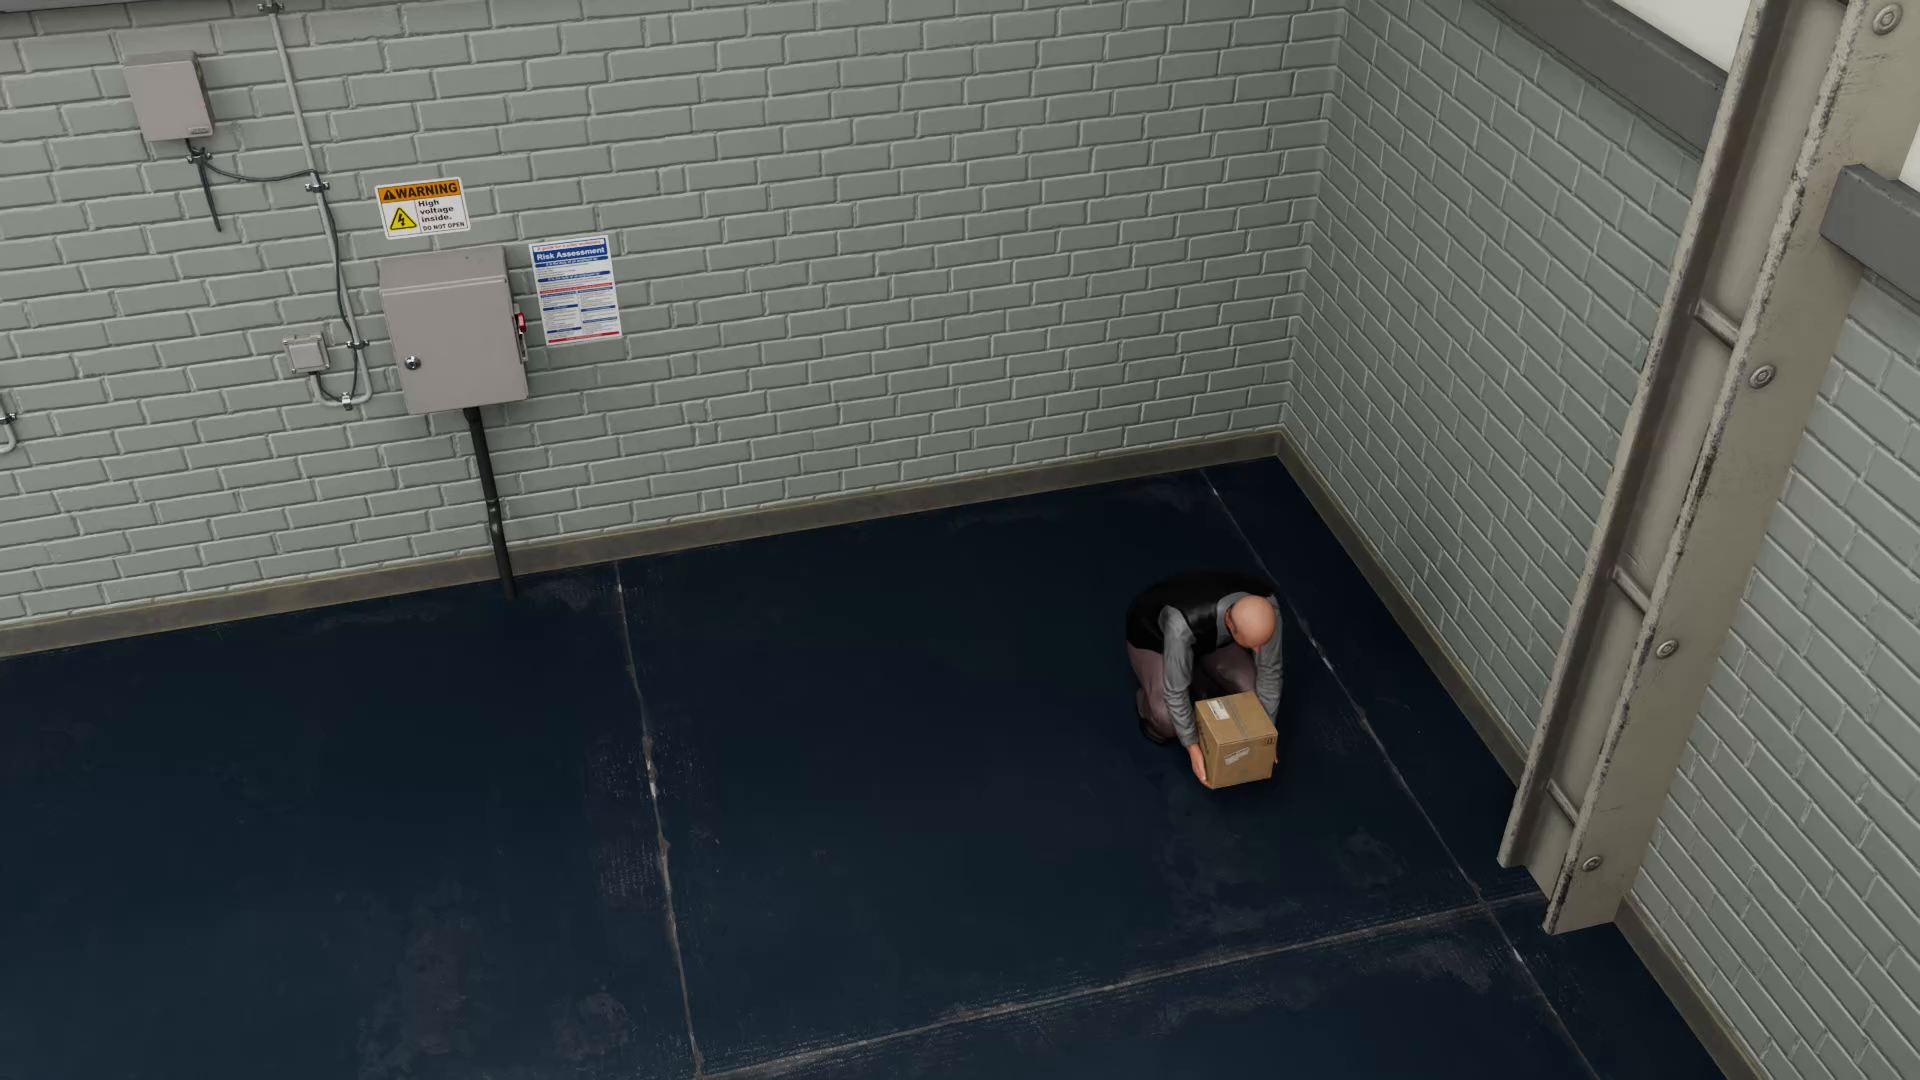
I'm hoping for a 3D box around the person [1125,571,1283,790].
[{"bbox_3d":[1.005,0.471,6.763,0.530,0.956,0.869,-9,39,-12],"label":"person"}]
